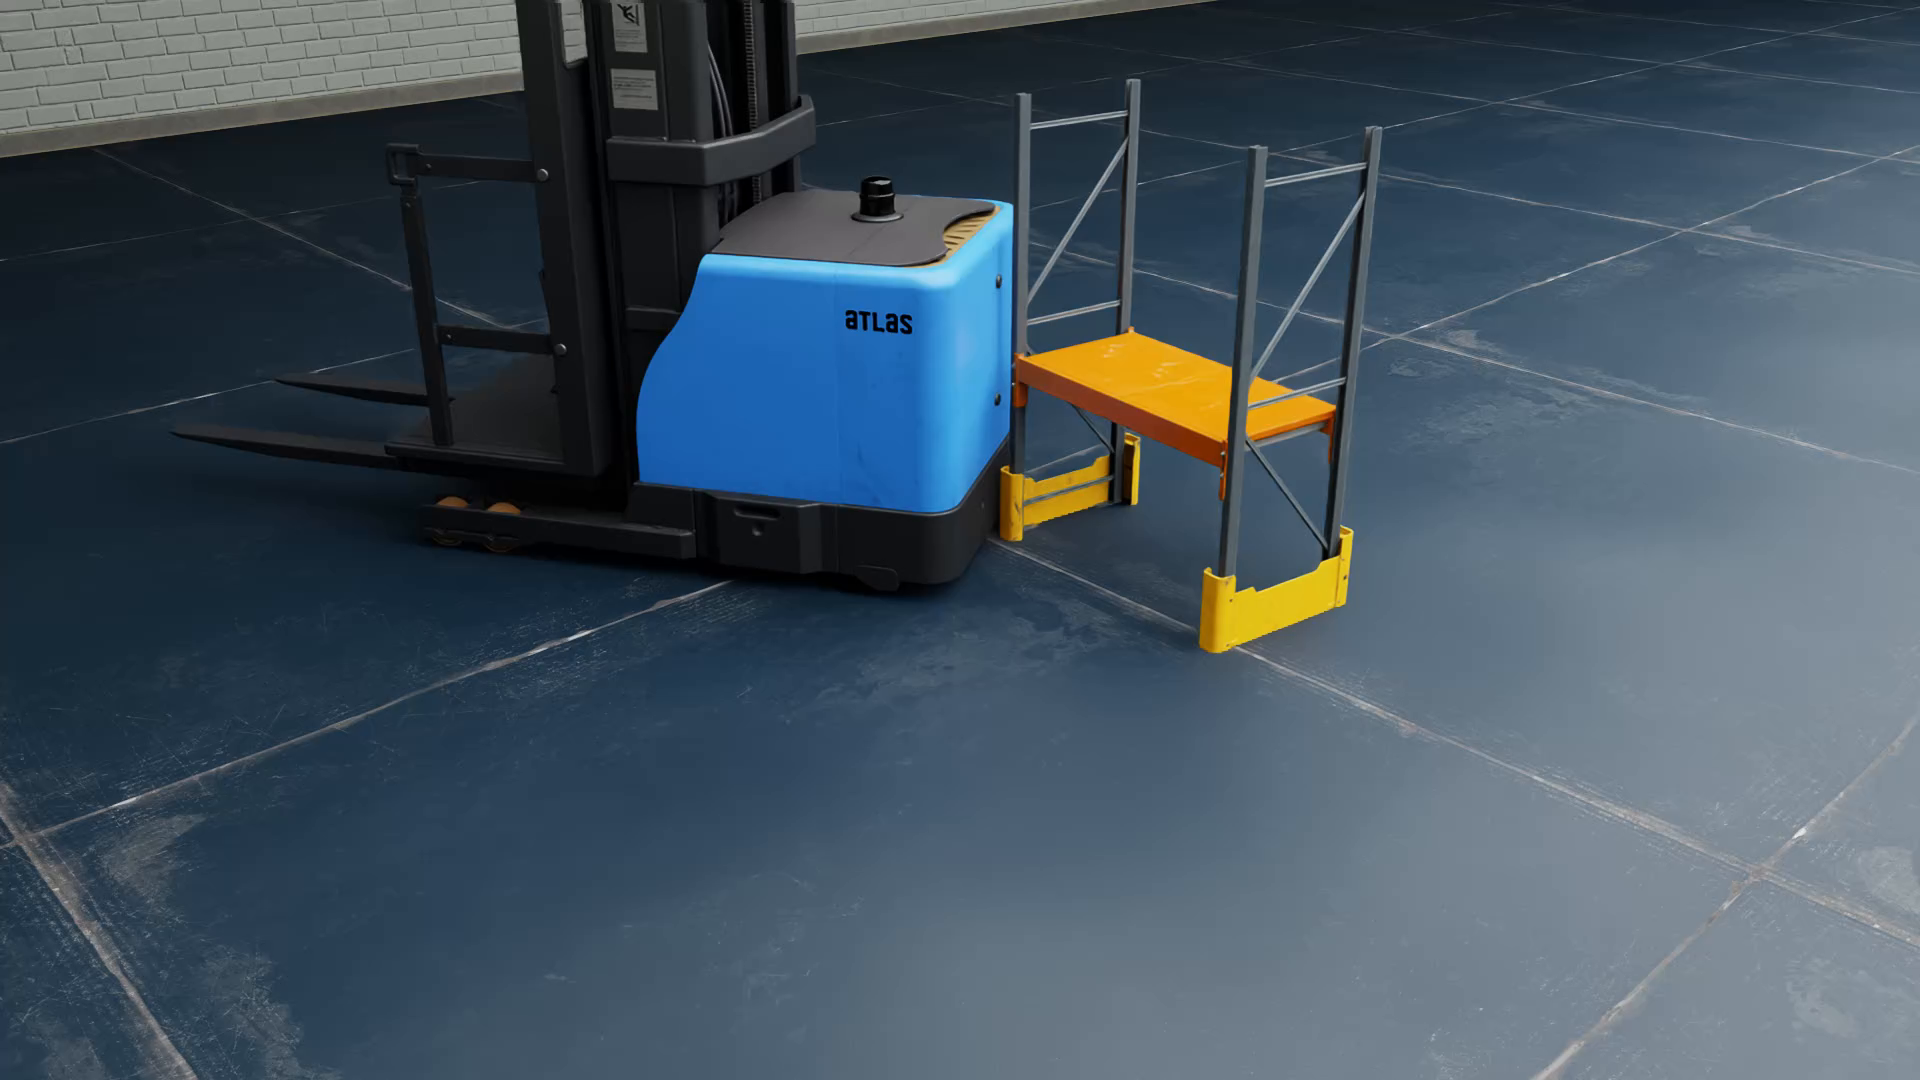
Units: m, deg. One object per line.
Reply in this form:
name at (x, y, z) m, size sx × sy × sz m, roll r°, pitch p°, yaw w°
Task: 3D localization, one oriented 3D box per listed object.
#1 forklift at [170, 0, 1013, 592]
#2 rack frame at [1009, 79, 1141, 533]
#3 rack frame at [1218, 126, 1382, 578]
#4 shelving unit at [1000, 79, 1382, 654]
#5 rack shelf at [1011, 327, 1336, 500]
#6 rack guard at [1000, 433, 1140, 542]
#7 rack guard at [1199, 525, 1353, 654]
forklift at (-1.343, -1.493, 5.492) m, size 3.031 × 2.935 × 1.130 m, roll 7°, pitch 25°, yaw 14°
rack frame at (0.380, -0.763, 5.616) m, size 0.500 × 1.500 × 0.032 m, roll -17°, pitch 29°, yaw -32°
rack frame at (0.979, -0.422, 4.868) m, size 0.500 × 1.500 × 0.032 m, roll -17°, pitch 29°, yaw -32°
shelving unit at (0.685, -0.590, 5.235) m, size 0.587 × 1.500 × 1.083 m, roll -17°, pitch 29°, yaw -32°
rack shelf at (0.679, -0.429, 5.317) m, size 0.538 × 0.185 × 1.000 m, roll -17°, pitch 29°, yaw -32°
rack guard at (0.391, -0.188, 5.861) m, size 0.587 × 0.250 × 0.087 m, roll -17°, pitch 29°, yaw -32°
rack guard at (0.978, 0.146, 5.129) m, size 0.587 × 0.250 × 0.087 m, roll -17°, pitch 29°, yaw -32°
